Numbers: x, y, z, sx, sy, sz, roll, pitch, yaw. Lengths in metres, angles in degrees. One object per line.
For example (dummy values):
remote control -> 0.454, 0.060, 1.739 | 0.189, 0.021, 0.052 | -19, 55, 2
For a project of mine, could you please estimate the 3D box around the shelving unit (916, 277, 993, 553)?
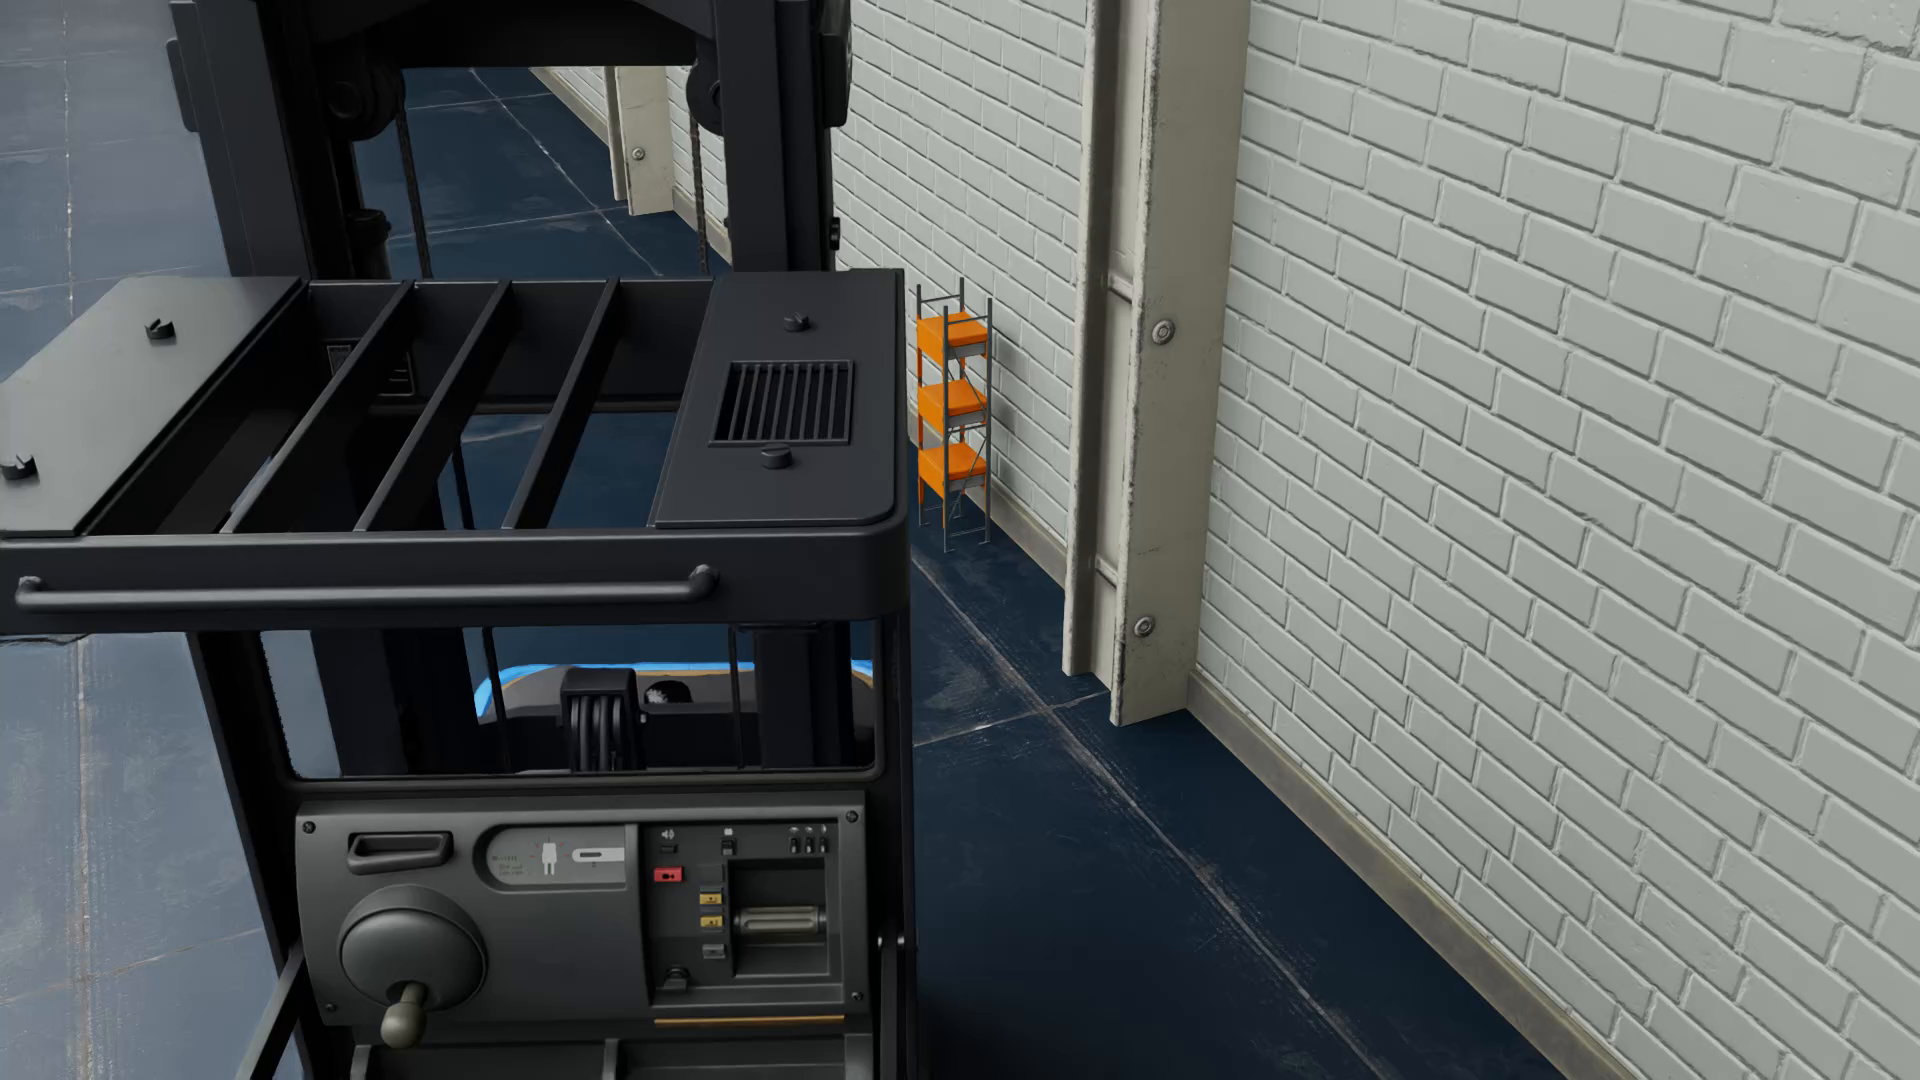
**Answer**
shelving unit -> -0.023, -0.482, 6.535 | 0.215, 1.050, 0.252 | -13, 32, -22

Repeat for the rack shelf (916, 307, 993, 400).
rack shelf -> -0.023, -0.720, 6.402 | 0.215, 0.259, 0.240 | -13, 32, -22

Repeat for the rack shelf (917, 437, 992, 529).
rack shelf -> -0.023, -0.230, 6.676 | 0.215, 0.259, 0.240 | -13, 32, -22

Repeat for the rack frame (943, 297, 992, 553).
rack frame -> 0.029, -0.428, 6.439 | 0.200, 1.050, 0.008 | -13, 32, -22

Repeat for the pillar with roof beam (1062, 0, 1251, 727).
pillar with roof beam -> -3.303, -2.507, 2.021 | 9.100, 9.000, 0.400 | -13, 32, -22

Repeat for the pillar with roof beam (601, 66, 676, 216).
pillar with roof beam -> -5.879, -5.158, 6.747 | 9.100, 9.000, 0.400 | -13, 32, -22

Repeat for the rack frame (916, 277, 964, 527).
rack frame -> -0.075, -0.535, 6.631 | 0.200, 1.050, 0.008 | -13, 32, -22

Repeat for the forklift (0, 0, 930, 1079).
forklift -> -0.609, 0.668, 2.562 | 1.130, 2.935, 3.031 | -1, 29, -2

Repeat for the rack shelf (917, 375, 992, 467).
rack shelf -> -0.023, -0.472, 6.541 | 0.215, 0.259, 0.240 | -13, 32, -22
